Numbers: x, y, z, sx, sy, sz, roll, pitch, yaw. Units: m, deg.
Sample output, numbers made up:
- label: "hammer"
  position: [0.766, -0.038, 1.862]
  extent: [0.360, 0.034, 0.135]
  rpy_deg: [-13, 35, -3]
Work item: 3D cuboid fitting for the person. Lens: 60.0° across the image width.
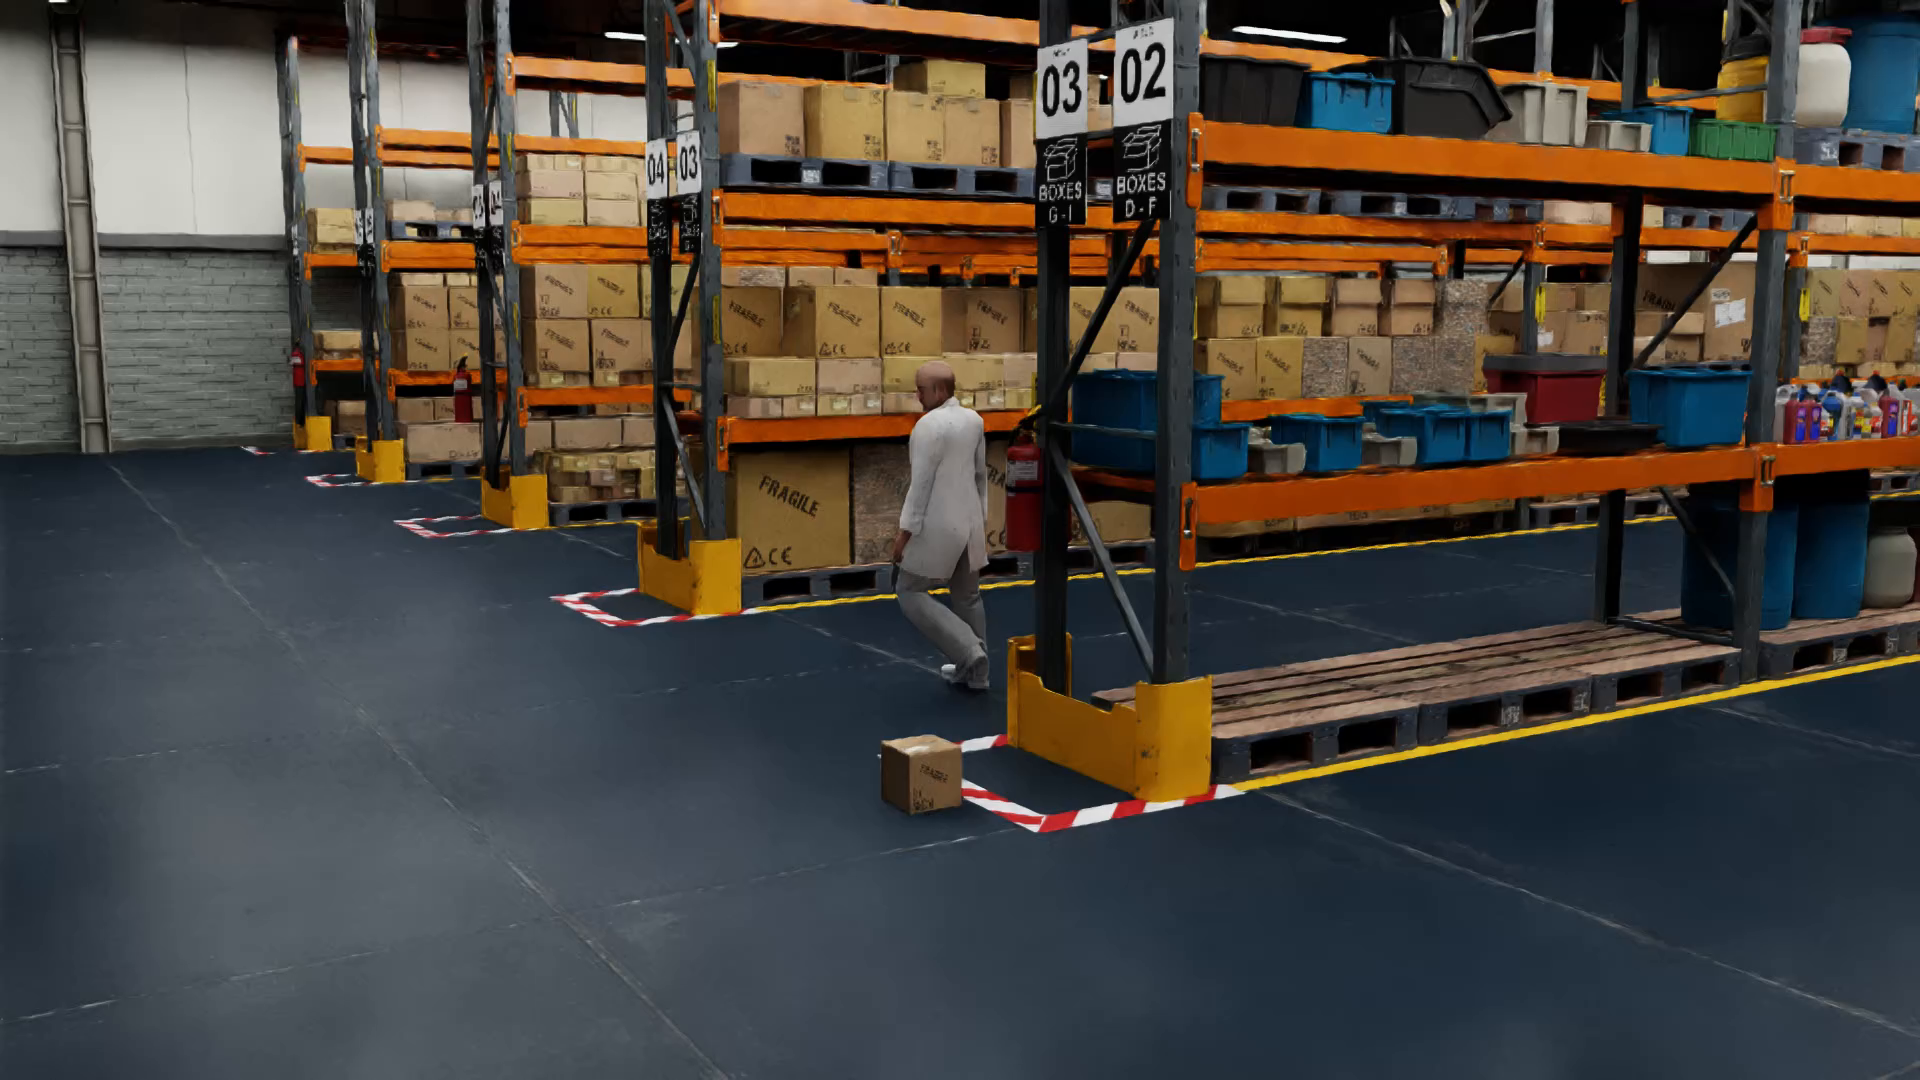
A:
- label: "person"
  position: [-0.042, -0.058, 8.722]
  extent: [0.555, 1.761, 0.640]
  rpy_deg: [6, 10, 36]
